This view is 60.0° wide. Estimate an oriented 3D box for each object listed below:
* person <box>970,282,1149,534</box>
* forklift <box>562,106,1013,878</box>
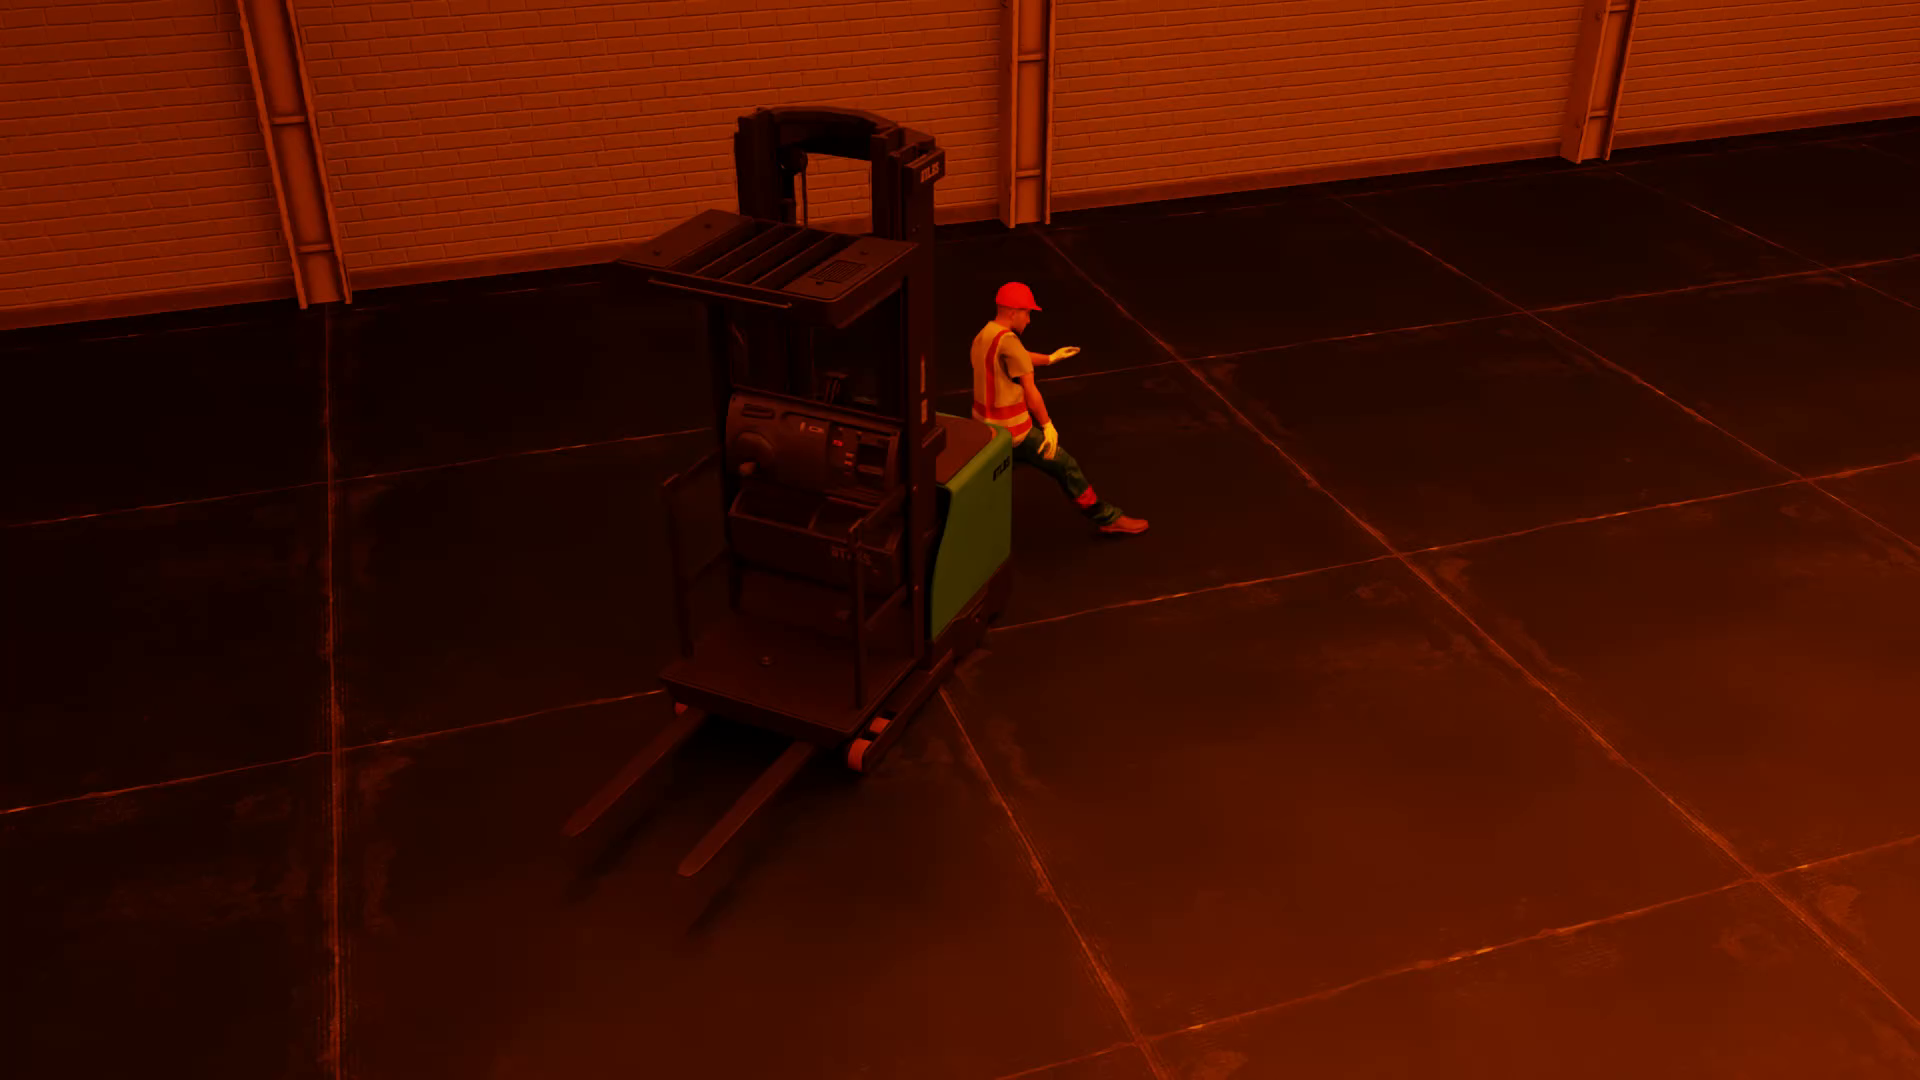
[{"bbox_3d":[0.551,-0.767,9.817,1.000,1.555,0.967,-11,32,-19],"label":"person"},{"bbox_3d":[-0.799,-0.391,7.767,1.130,2.935,3.031,14,33,22],"label":"forklift"}]
